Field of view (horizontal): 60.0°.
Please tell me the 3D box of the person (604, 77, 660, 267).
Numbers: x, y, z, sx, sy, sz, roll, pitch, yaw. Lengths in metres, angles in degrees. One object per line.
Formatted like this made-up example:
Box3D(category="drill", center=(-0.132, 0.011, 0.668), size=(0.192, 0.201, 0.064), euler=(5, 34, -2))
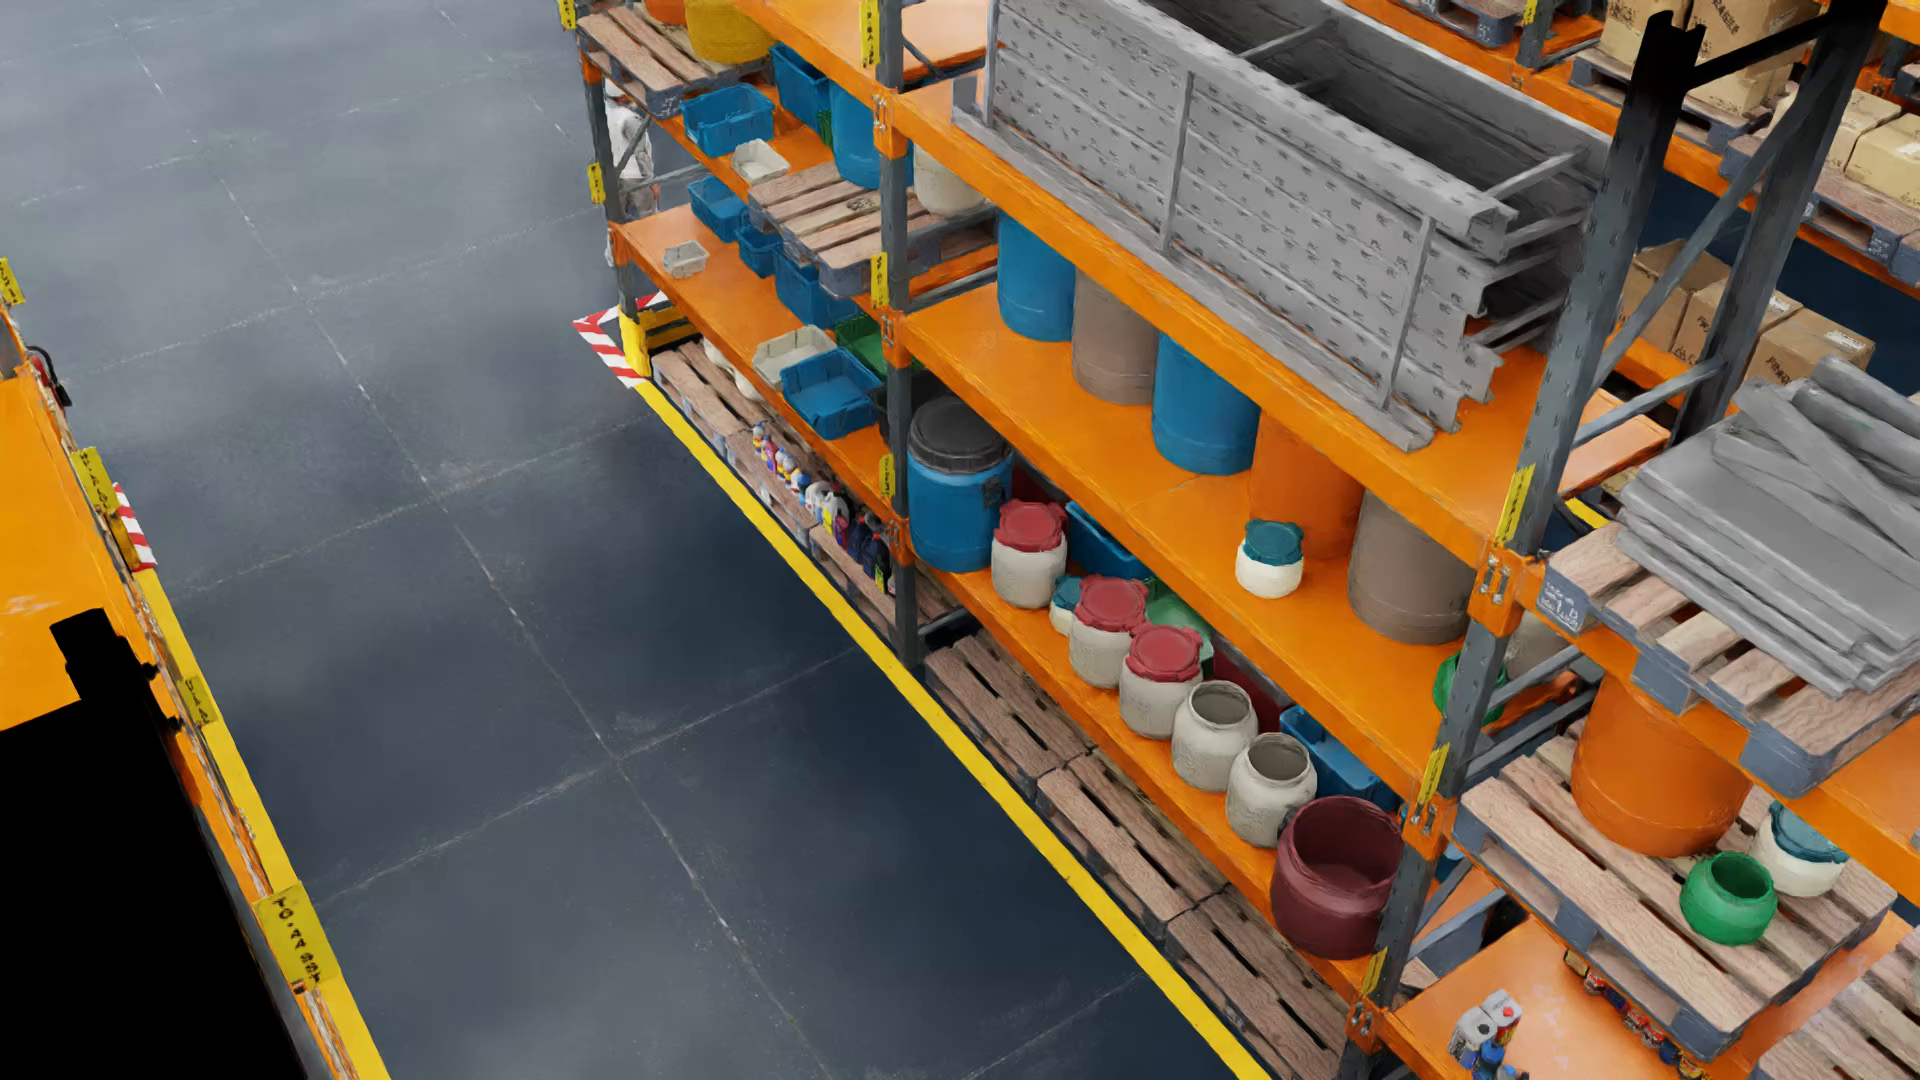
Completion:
Box3D(category="person", center=(-2.756, -3.073, 13.797), size=(0.634, 1.773, 0.539), euler=(29, 50, 28))
